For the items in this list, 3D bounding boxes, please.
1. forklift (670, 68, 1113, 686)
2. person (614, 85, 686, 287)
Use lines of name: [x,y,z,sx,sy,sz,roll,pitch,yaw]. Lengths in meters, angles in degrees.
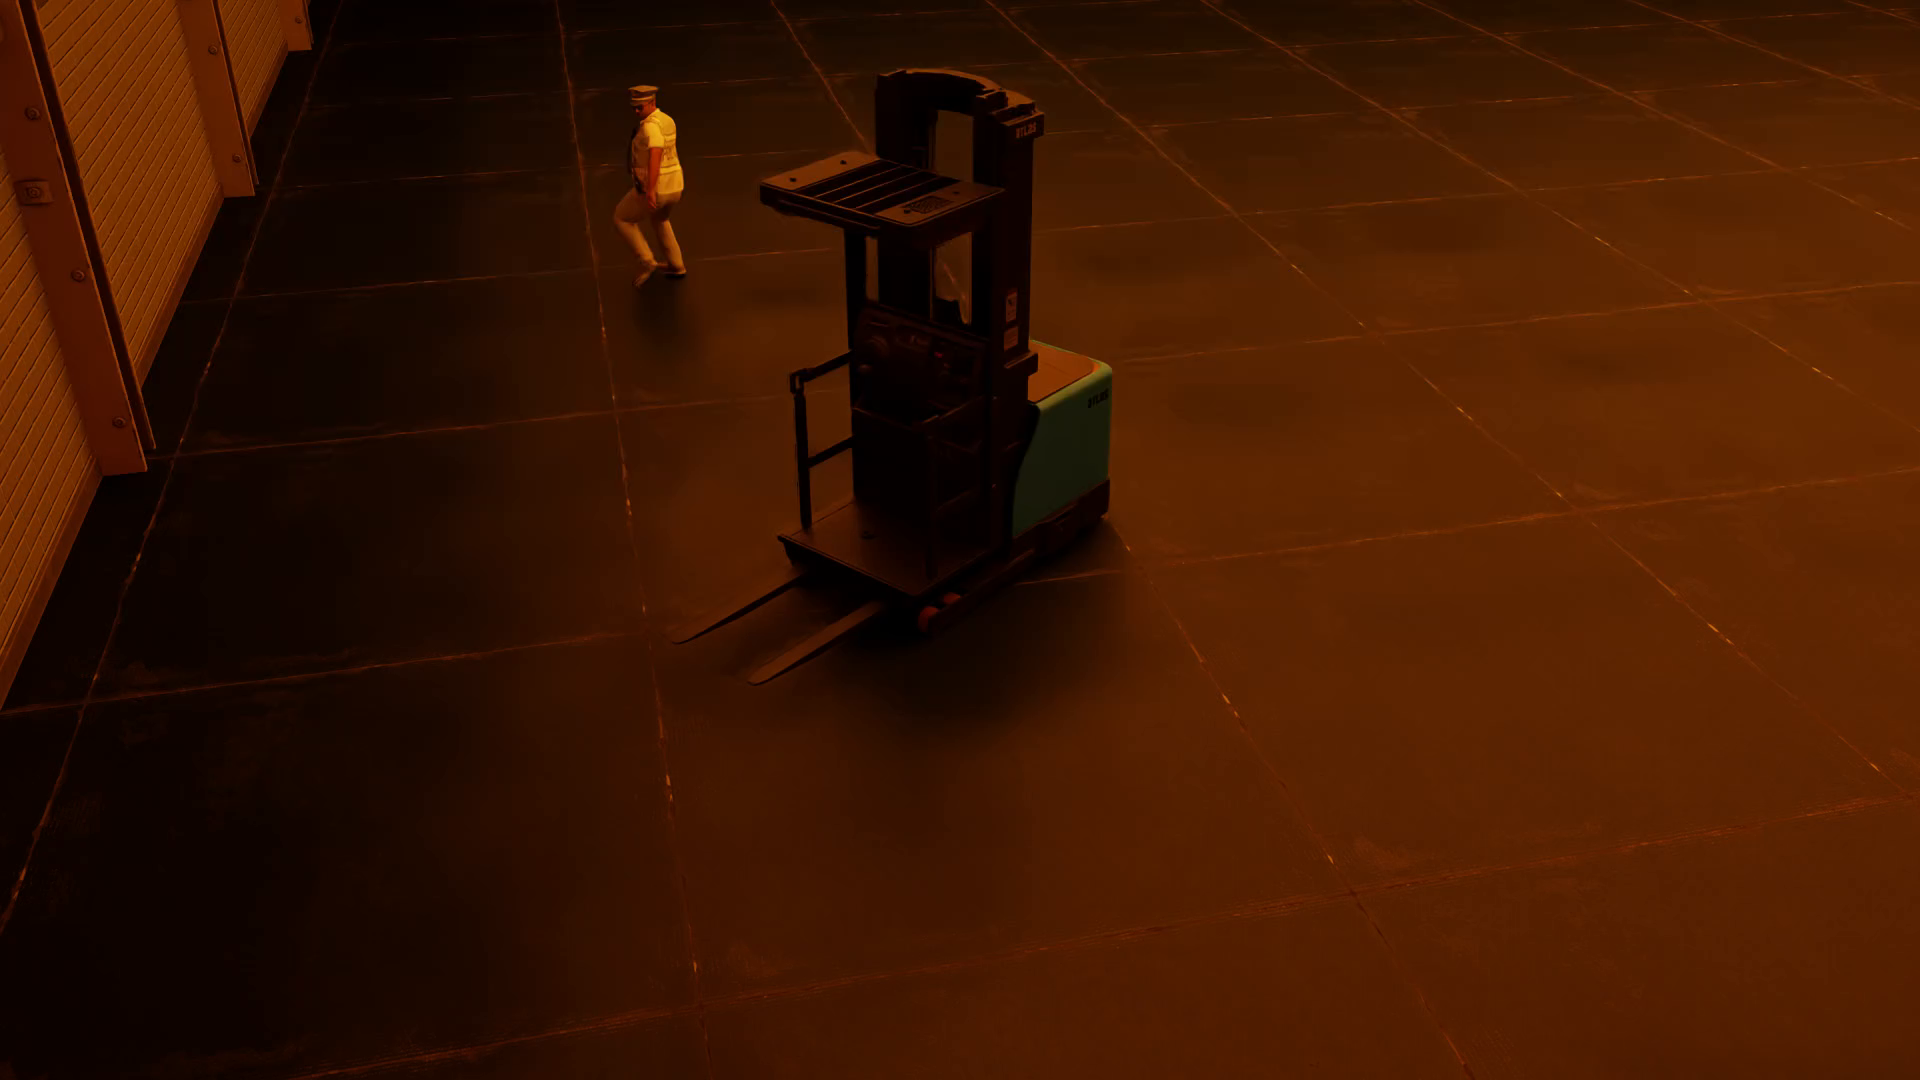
forklift: [-0.371,-1.004,9.308,1.130,2.935,3.031,23,37,33]
person: [-2.605,-2.984,14.022,0.680,1.678,0.769,15,33,25]
